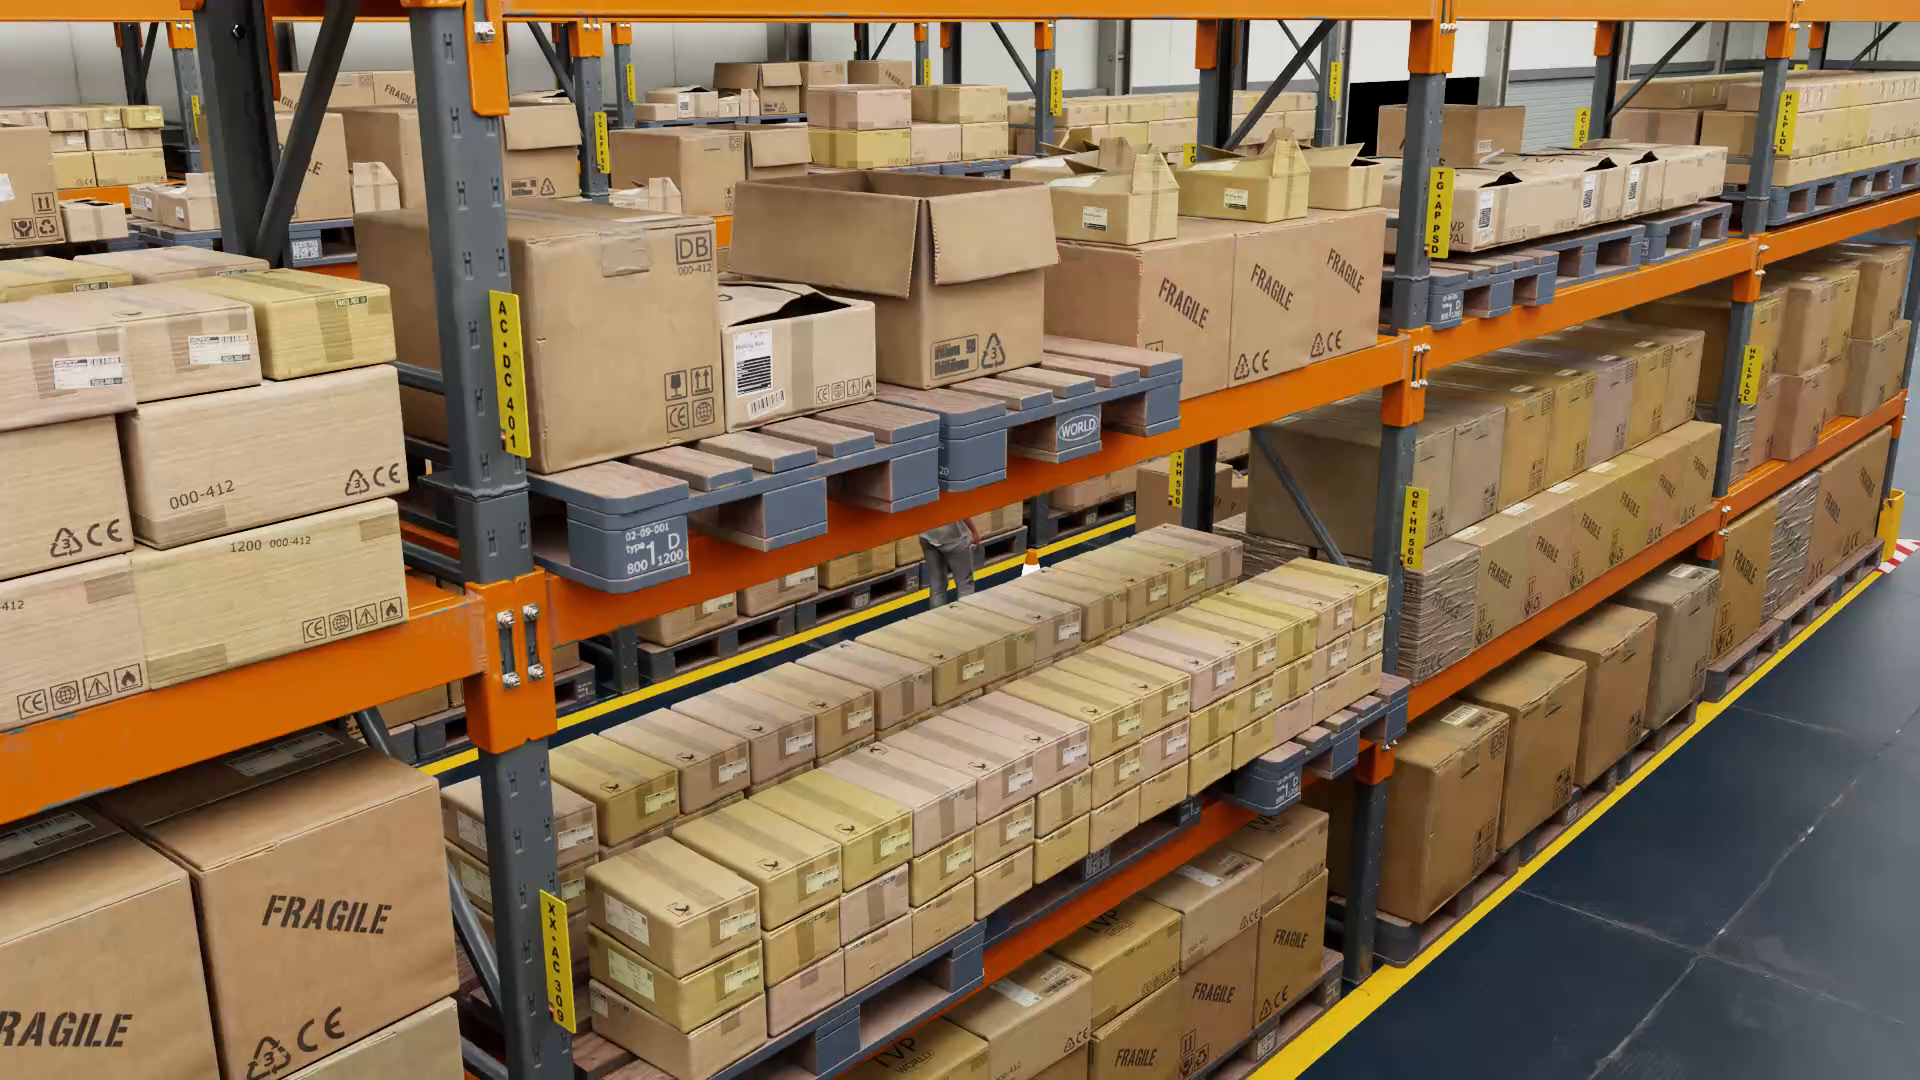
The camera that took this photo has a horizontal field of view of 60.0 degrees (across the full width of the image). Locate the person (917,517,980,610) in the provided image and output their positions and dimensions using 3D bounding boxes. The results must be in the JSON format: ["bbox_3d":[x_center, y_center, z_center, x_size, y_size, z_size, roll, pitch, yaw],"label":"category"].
[{"bbox_3d":[-0.048,-0.044,10.673,0.520,1.596,0.475,15,23,39],"label":"person"}]
